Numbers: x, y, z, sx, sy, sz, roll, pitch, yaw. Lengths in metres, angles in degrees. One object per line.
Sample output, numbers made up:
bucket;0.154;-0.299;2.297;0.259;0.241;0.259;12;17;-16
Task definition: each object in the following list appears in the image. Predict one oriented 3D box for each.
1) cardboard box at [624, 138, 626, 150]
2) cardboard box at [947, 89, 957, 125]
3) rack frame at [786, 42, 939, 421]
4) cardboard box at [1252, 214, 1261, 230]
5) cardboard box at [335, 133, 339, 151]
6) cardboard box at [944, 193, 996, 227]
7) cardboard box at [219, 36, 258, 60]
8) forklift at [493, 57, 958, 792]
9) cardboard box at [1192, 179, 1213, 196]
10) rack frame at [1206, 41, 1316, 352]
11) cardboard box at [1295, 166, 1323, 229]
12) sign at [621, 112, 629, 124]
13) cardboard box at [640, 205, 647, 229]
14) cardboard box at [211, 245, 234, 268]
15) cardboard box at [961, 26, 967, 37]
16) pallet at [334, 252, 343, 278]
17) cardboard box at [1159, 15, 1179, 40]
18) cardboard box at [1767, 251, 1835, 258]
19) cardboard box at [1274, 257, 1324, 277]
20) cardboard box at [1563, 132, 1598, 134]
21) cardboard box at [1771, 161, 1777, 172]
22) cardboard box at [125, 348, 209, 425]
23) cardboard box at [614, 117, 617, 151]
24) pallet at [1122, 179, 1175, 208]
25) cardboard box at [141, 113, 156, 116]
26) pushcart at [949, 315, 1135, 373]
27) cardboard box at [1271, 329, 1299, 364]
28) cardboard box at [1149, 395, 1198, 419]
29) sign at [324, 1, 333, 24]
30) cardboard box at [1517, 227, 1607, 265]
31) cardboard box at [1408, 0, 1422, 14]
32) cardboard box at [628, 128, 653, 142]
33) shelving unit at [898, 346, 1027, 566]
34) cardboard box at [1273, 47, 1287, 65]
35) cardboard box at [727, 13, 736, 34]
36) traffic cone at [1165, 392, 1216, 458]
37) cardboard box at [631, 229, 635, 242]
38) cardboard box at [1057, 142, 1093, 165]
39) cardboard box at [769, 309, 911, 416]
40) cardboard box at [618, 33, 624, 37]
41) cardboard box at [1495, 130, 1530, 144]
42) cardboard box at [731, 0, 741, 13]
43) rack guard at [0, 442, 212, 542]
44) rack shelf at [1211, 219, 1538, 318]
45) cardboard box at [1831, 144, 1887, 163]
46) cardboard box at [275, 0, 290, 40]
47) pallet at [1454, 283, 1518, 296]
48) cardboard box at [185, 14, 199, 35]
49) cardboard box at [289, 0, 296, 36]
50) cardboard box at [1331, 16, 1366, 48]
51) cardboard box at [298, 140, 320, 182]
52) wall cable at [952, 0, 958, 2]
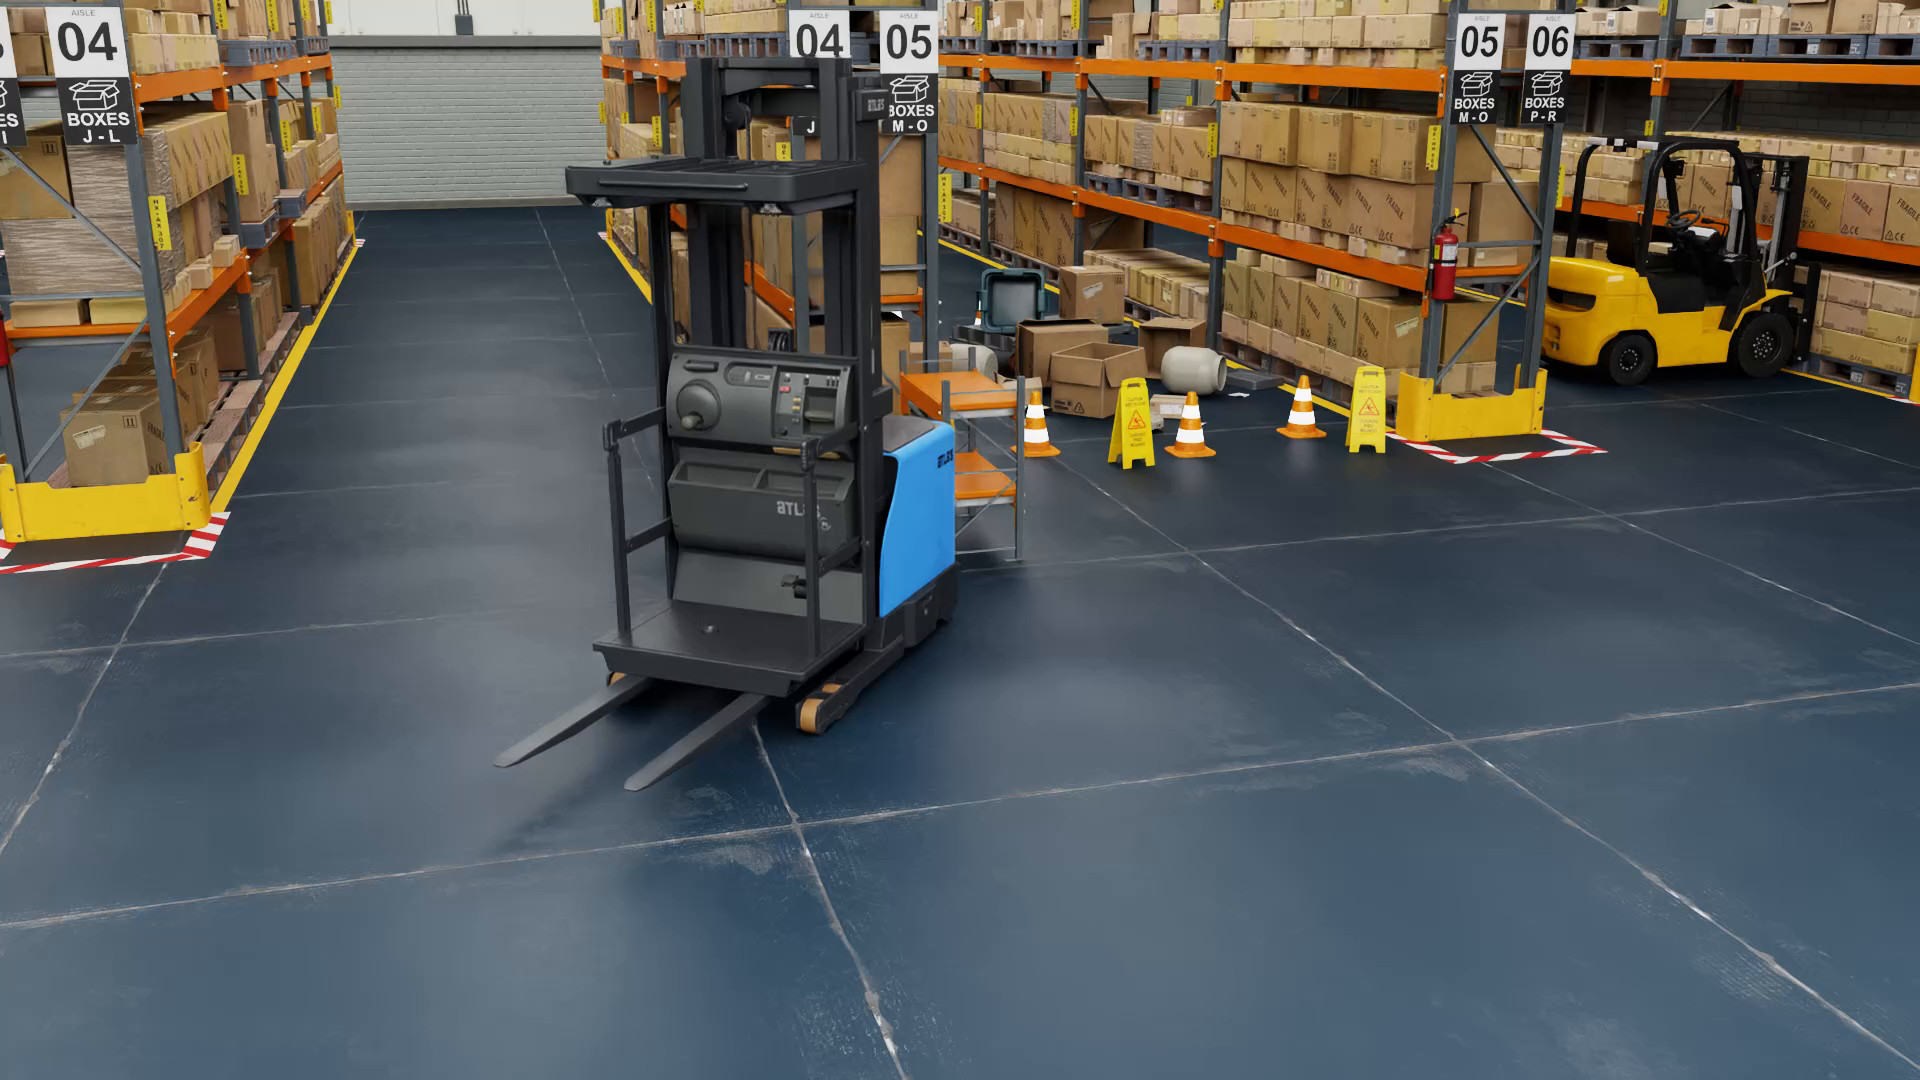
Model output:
cardboard box;-4.131;-5.108;21.431;0.380;0.149;0.250;-4;17;-14
cardboard box;0.114;-6.508;24.993;0.500;0.500;0.500;-4;17;-15
rack frame;-0.644;-1.853;11.408;1.000;3.000;0.127;-5;17;-15
cardboard box;2.988;-3.009;15.693;0.380;0.149;0.250;-5;17;-16
cardboard box;-9.449;-5.872;24.531;0.500;0.250;0.500;-5;17;-16
cardboard box;0.228;-5.245;26.423;0.875;0.438;0.875;-4;17;-14
cardboard box;-6.988;-4.679;15.862;0.500;0.250;0.500;-4;17;-14
forklift;-1.018;-0.659;7.550;1.130;2.935;3.031;6;18;20
cardboard box;2.582;-3.580;16.864;0.380;0.149;0.250;-4;17;-14
rack frame;2.989;-3.379;16.487;1.000;3.000;0.127;-5;17;-15
cardboard box;3.285;-3.010;14.569;0.500;0.500;0.500;-4;17;-15
sign;-4.461;-5.542;22.183;0.100;0.325;0.005;-5;17;-15
cardboard box;-3.844;-4.163;21.409;0.500;0.250;0.500;-4;17;-14
cardboard box;-5.952;-2.235;13.115;0.380;0.149;0.250;-5;17;-15
cardboard box;0.234;-7.382;24.131;0.380;0.149;0.250;-4;17;-14
pallet;-8.872;-3.689;22.367;1.003;0.211;1.213;-5;17;-15
cardboard box;2.416;-5.376;17.453;0.500;0.250;0.500;-4;17;-15
cardboard box;8.361;-2.735;16.654;0.500;0.250;0.500;-5;17;-15
cardboard box;3.088;-2.493;15.156;0.380;0.149;0.250;-4;17;-12
cardboard box;7.417;-4.820;19.984;0.380;0.149;0.250;-5;17;-16
cardboard box;8.001;-3.593;15.897;0.380;0.149;0.250;-5;17;-16
cardboard box;-6.057;-1.162;12.723;0.500;0.500;0.500;-6;18;-20
cardboard box;-4.743;-5.900;24.190;0.500;0.500;0.500;-5;17;-17
pallet;2.473;-3.849;18.386;1.003;0.211;1.213;-5;17;-15
cardboard box;-6.661;-3.120;13.196;0.500;0.500;0.500;-5;17;-15
pushcart;0.810;-1.929;16.218;1.648;0.377;0.936;-12;20;-34
cardboard box;3.197;-1.785;15.231;0.500;0.250;0.500;-5;17;-16
cardboard box;1.786;-1.110;13.888;0.380;0.149;0.250;4;17;13
sign;-9.312;-7.777;24.511;0.100;0.325;0.005;-5;17;-15
cardboard box;7.192;-3.403;19.964;0.875;0.625;0.625;-5;18;-18
cardboard box;3.677;-4.115;12.775;0.380;0.149;0.250;-4;17;-14
cardboard box;-3.919;-5.035;20.674;0.380;0.149;0.250;-4;17;-13
shelving unit;-0.002;-0.541;10.296;0.538;1.125;1.048;-5;17;-15
cardboard box;3.062;-4.381;15.044;0.380;0.149;0.250;-4;17;-14
cardboard box;-1.618;-4.045;13.024;0.380;0.149;0.250;-5;17;-15
traffic cone;1.756;-0.893;12.620;0.336;0.463;0.334;-5;17;-15
cardboard box;-4.334;-4.213;22.971;0.380;0.149;0.250;-4;17;-14
cardboard box;1.512;-4.767;20.499;0.500;0.250;0.500;-5;17;-15
cardboard box;-0.894;-1.219;12.260;0.875;0.875;0.875;-5;17;-15
cardboard box;-4.313;-6.884;22.334;0.500;0.250;0.500;-6;18;-18
cardboard box;6.719;-4.912;20.289;0.380;0.149;0.250;-4;17;-15
cardboard box;-1.459;-4.140;12.645;0.500;0.250;0.500;-5;17;-15
rack guard;-5.461;-0.313;10.625;1.175;0.500;0.348;-5;17;-15
rack shelf;3.538;-2.481;14.749;1.077;0.370;4.000;-5;17;-15
cardboard box;8.188;-3.523;15.150;0.380;0.149;0.250;-4;17;-14
cardboard box;-8.569;-6.334;20.208;0.700;0.500;0.500;-4;17;-14
pallet;6.850;-3.313;21.113;1.003;0.211;1.213;-5;17;-15
cardboard box;-5.934;-3.866;12.462;0.380;0.149;0.250;-5;18;-17
cardboard box;-9.155;-6.903;21.926;0.700;0.500;0.500;-4;17;-12
cardboard box;3.404;-4.182;13.691;0.500;0.250;0.500;-4;17;-14
cardboard box;-8.347;-4.748;20.872;0.500;0.500;0.500;-5;17;-15
wall cable;1.269;-11.409;32.727;2.988;3.039;0.133;-5;17;-15
